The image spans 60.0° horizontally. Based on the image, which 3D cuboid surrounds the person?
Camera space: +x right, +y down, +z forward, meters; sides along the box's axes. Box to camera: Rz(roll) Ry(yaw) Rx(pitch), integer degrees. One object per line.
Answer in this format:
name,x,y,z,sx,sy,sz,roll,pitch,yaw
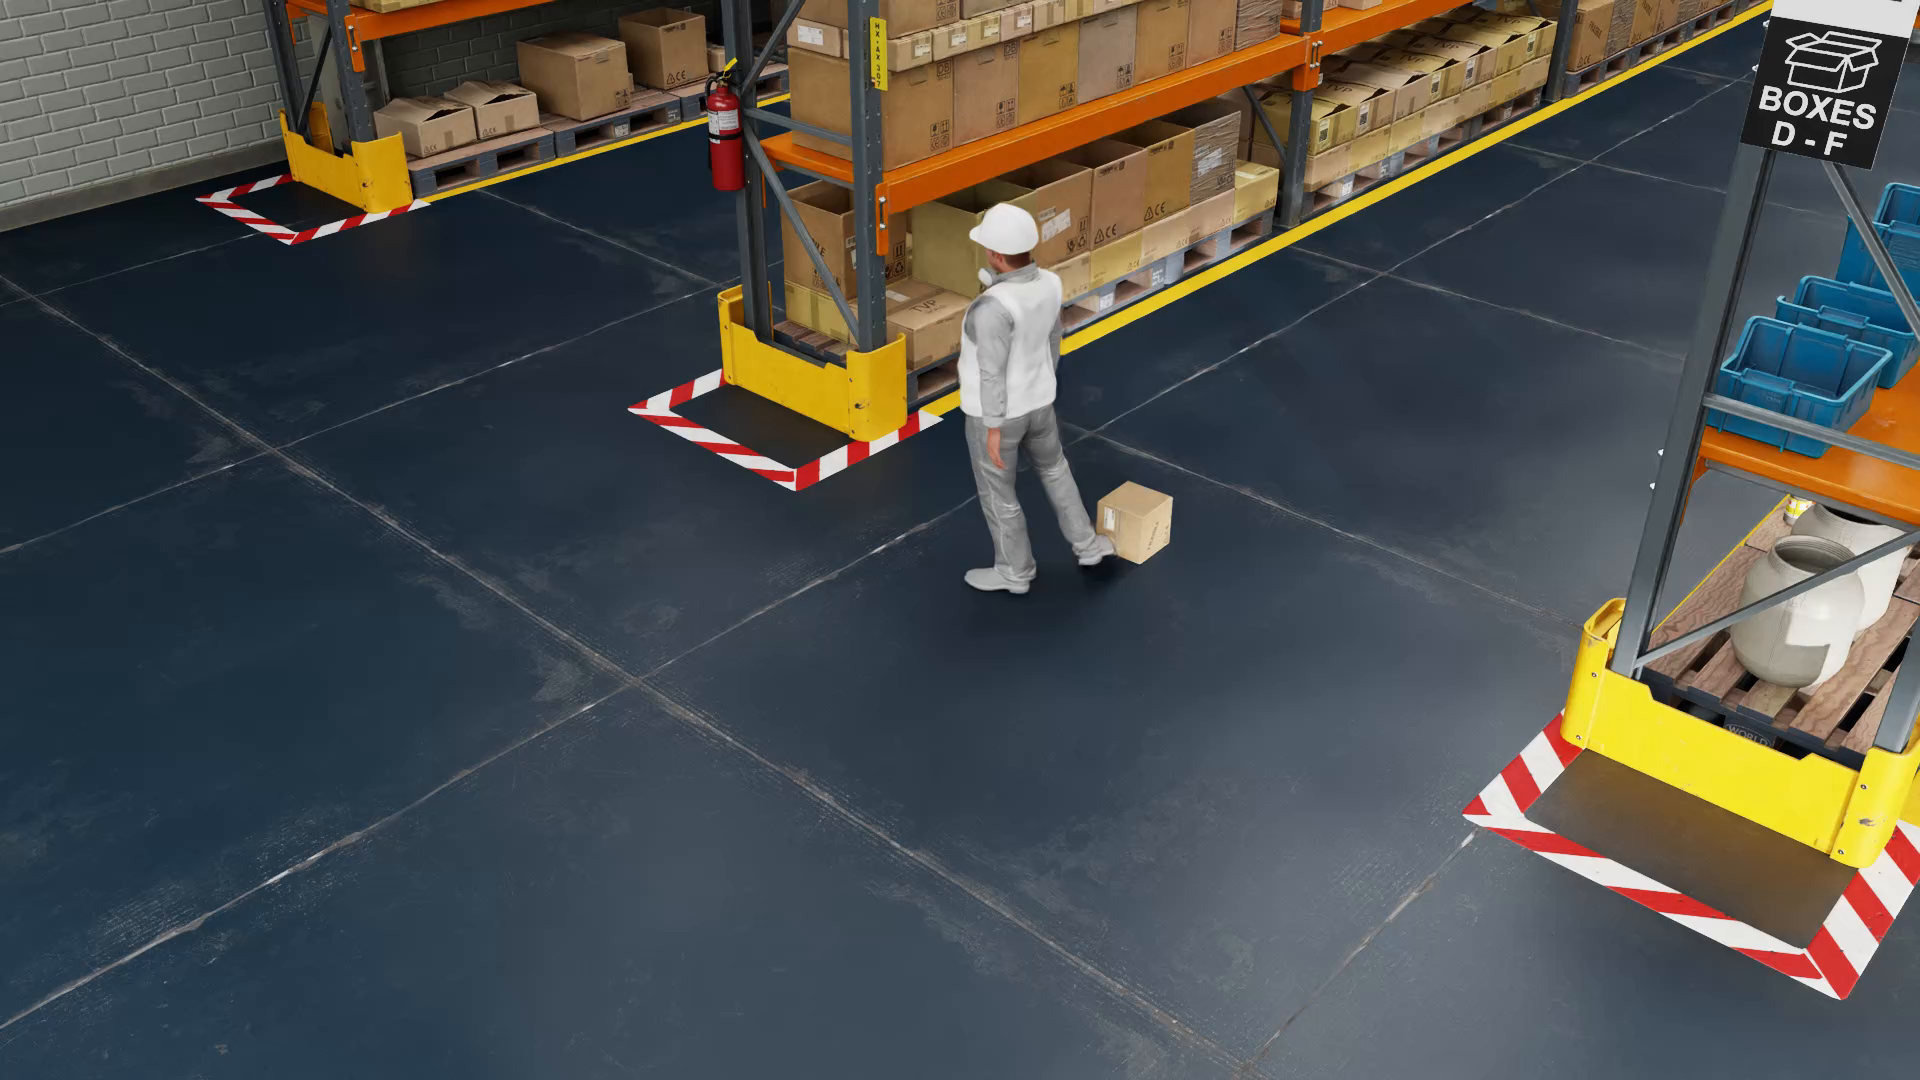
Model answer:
person,0.336,-0.594,7.088,0.524,1.765,0.727,26,39,36
